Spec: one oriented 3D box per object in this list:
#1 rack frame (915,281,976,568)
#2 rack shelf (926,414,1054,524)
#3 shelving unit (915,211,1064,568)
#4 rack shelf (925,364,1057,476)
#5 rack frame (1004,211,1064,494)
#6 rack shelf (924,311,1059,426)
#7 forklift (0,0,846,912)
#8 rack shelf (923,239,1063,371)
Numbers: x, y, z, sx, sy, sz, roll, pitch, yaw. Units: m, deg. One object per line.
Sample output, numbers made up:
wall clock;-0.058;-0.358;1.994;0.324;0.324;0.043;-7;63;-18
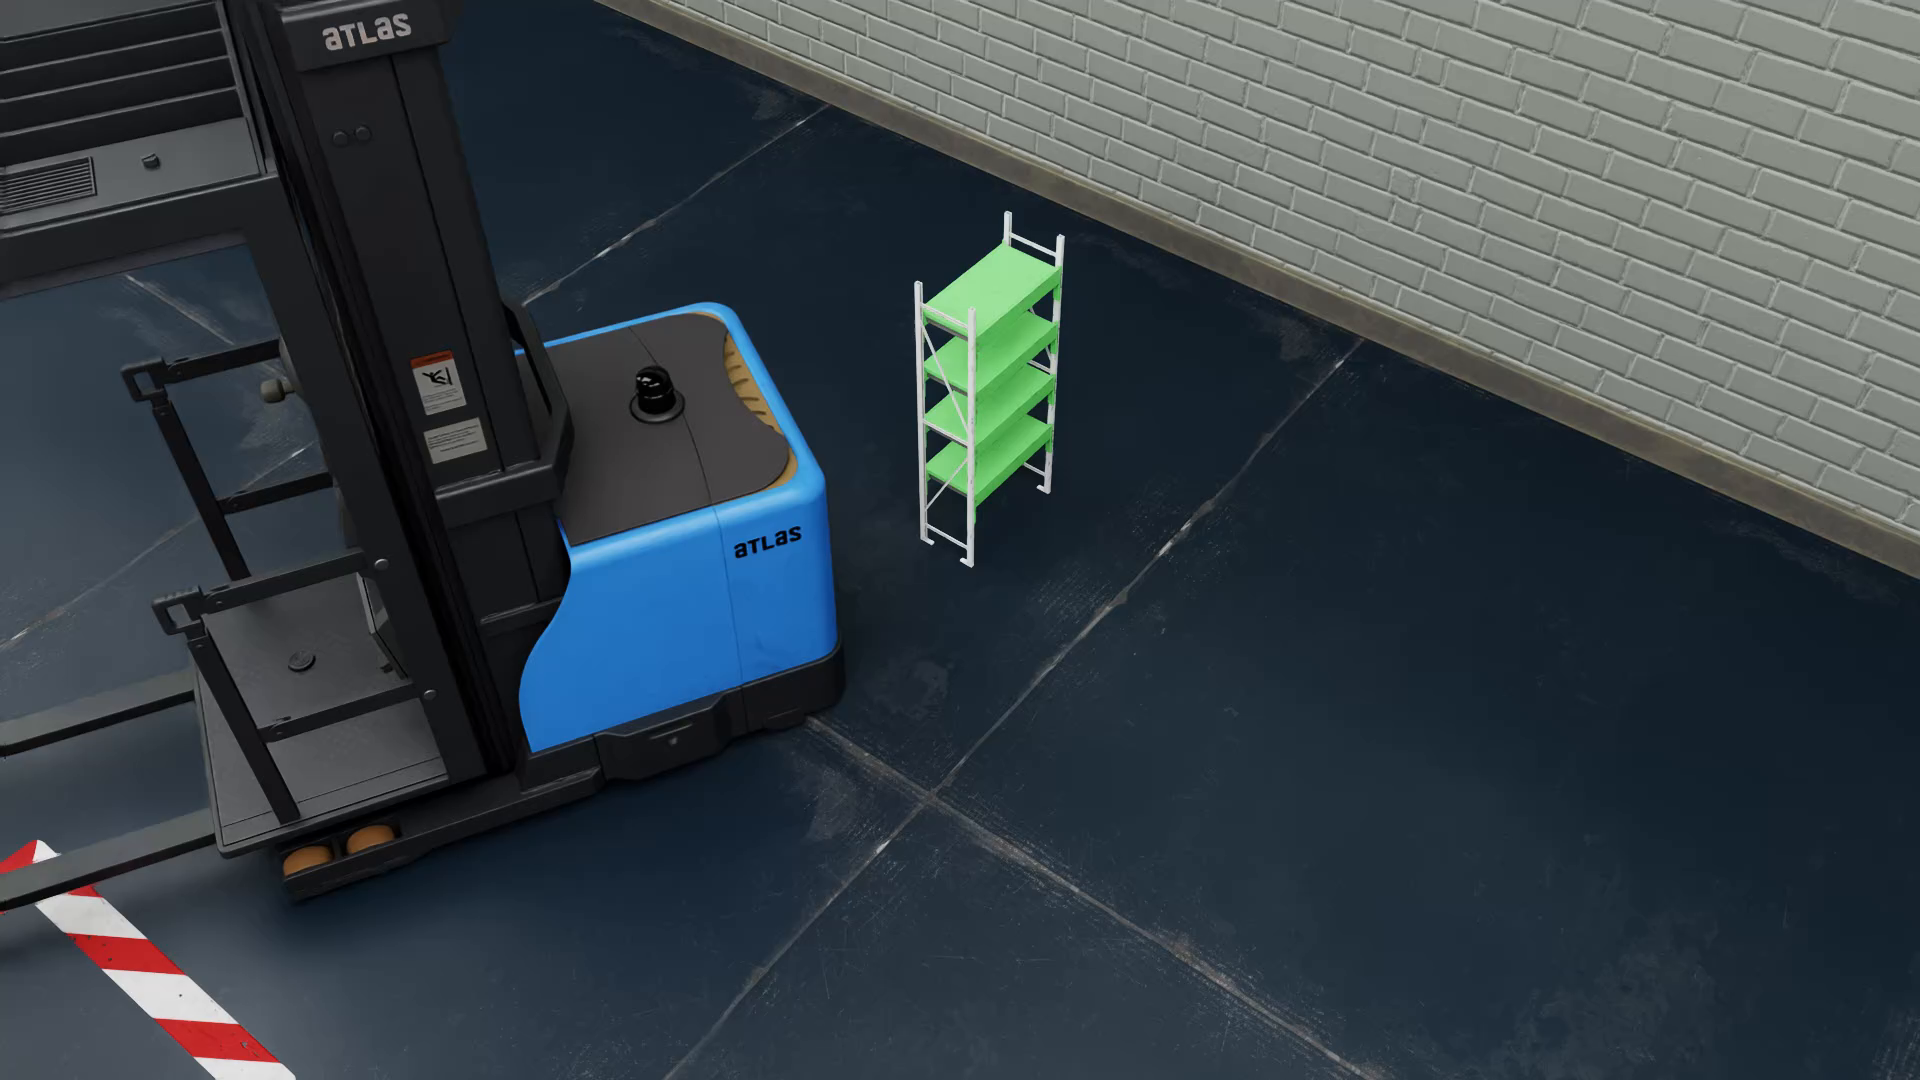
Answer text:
rack frame;-0.048;-0.370;5.773;0.240;1.200;0.015;29;53;25
rack shelf;0.101;-0.299;6.126;0.258;0.148;0.480;29;53;25
shelving unit;0.101;-0.509;5.907;0.258;1.200;0.503;29;53;25
rack shelf;0.101;-0.465;5.953;0.258;0.148;0.480;29;53;25
rack frame;0.250;-0.649;6.040;0.240;1.200;0.015;29;53;25
rack shelf;0.101;-0.631;5.779;0.258;0.148;0.480;29;53;25
forklift;-1.954;-0.340;4.548;3.031;2.935;1.130;-17;49;-16
rack shelf;0.101;-0.797;5.606;0.258;0.148;0.480;29;53;25
